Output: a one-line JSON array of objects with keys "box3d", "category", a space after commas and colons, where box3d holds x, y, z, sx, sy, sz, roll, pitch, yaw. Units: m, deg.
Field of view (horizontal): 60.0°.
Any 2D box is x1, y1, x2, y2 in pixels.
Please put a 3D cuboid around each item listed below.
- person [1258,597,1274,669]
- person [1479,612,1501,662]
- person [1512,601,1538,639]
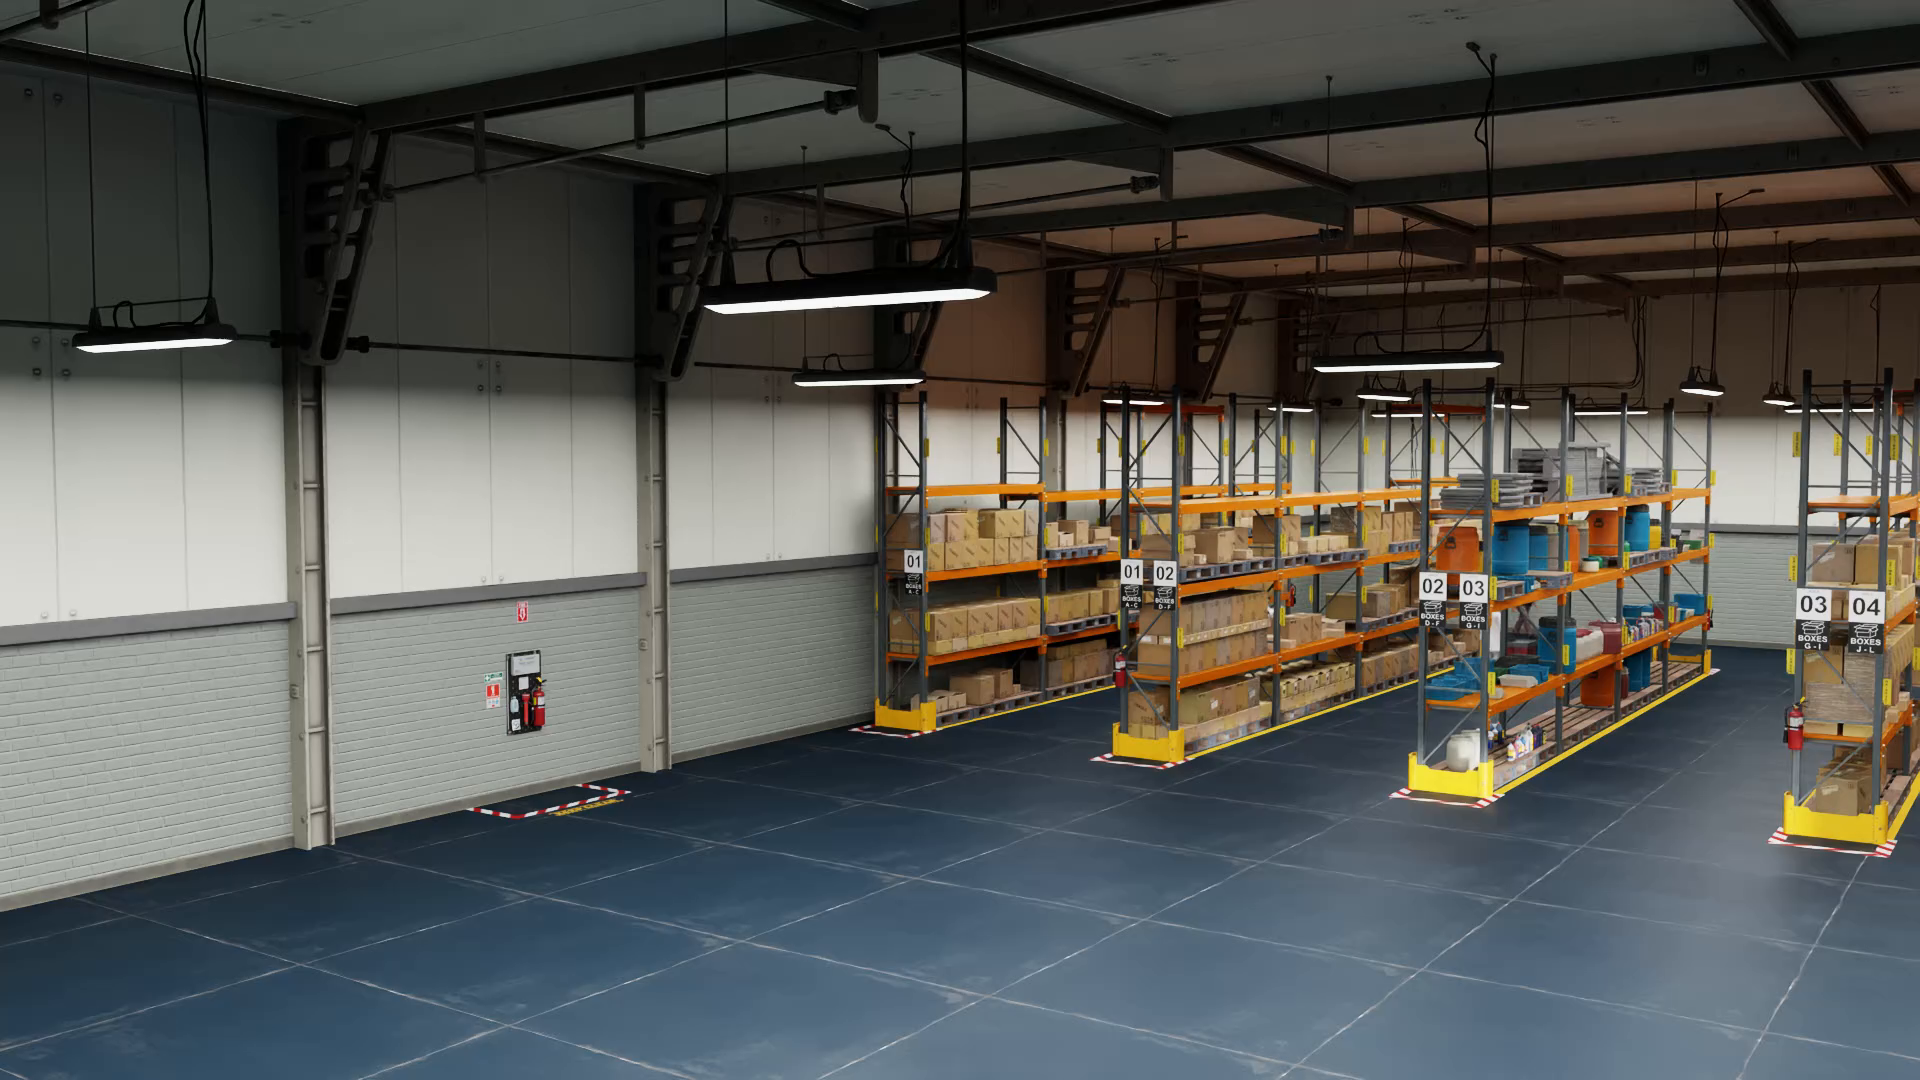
[{"box3d": [6.918, 2.073, 37.744, 0.506, 1.614, 1.013, 2, 4, 34], "category": "person"}, {"box3d": [11.404, 2.146, 35.539, 0.954, 1.760, 0.599, -2, 4, -34], "category": "person"}, {"box3d": [14.805, 1.736, 43.483, 0.545, 1.679, 0.983, -2, 4, -27], "category": "person"}]
